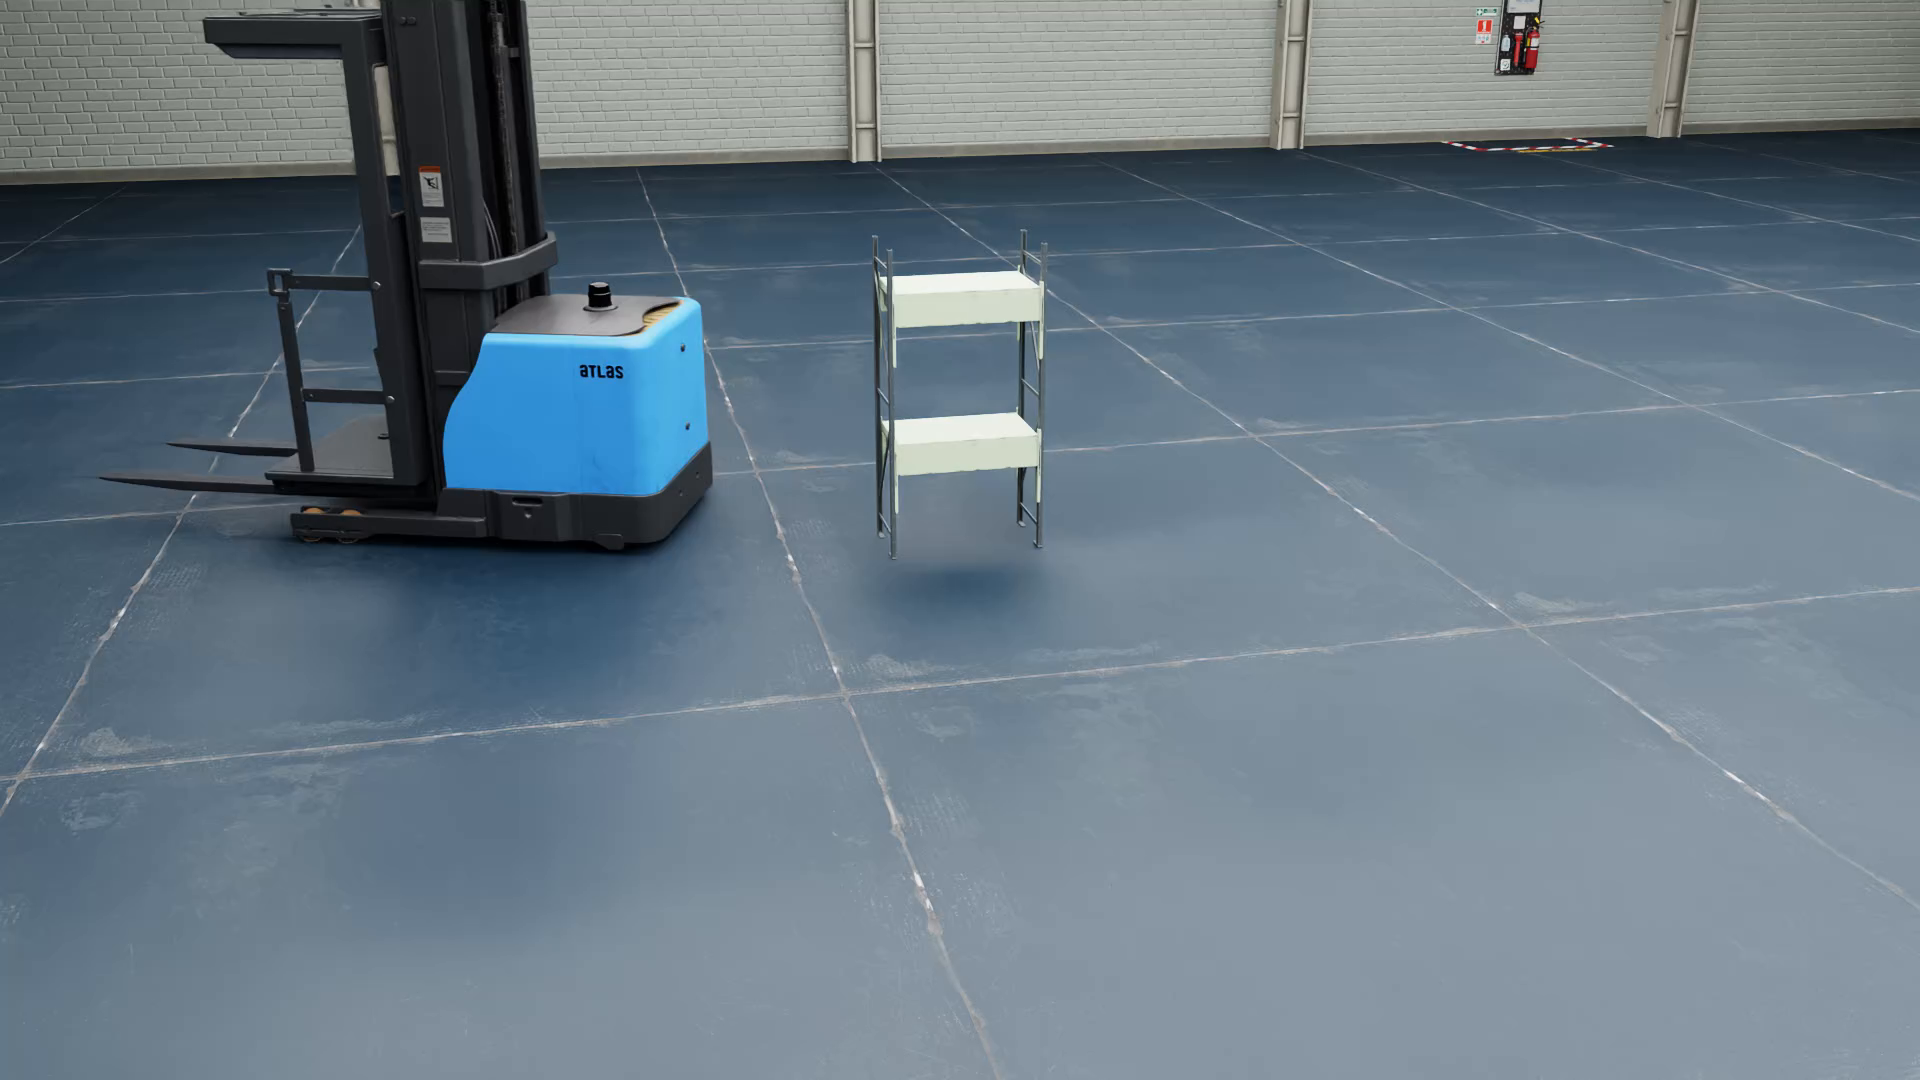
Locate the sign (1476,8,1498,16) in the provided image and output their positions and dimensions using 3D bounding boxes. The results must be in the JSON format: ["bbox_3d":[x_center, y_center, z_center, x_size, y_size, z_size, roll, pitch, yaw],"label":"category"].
[{"bbox_3d":[7.448,-7.466,23.512,0.331,0.109,0.001,-5,21,-12],"label":"sign"}]

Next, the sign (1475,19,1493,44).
[{"bbox_3d":[7.441,-7.220,23.611,0.234,0.329,0.001,-5,21,-12],"label":"sign"}]

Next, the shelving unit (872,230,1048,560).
[{"bbox_3d":[-0.006,-0.704,8.055,0.755,1.500,0.431,-5,21,-12],"label":"shelving unit"}]

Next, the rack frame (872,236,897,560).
[{"bbox_3d":[-0.363,-0.675,7.976,0.023,1.500,0.400,-5,21,-12],"label":"rack frame"}]

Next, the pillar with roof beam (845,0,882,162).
[{"bbox_3d":[-0.271,-7.821,16.583,0.400,9.000,9.100,-5,21,-12],"label":"pillar with roof beam"}]

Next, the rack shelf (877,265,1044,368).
[{"bbox_3d":[-0.006,-1.070,7.921,0.720,0.370,0.431,-5,21,-12],"label":"rack shelf"}]

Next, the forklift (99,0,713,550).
[{"bbox_3d":[-2.886,-1.534,8.242,3.031,2.935,1.130,3,20,7],"label":"forklift"}]

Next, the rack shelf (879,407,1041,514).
[{"bbox_3d":[-0.006,-0.398,8.167,0.720,0.370,0.431,-5,21,-12],"label":"rack shelf"}]

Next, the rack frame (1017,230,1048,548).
[{"bbox_3d":[0.350,-0.733,8.134,0.023,1.500,0.400,-5,21,-12],"label":"rack frame"}]

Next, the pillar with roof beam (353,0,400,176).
[{"bbox_3d":[-6.110,-7.346,15.286,0.400,9.000,9.100,-5,21,-12],"label":"pillar with roof beam"}]

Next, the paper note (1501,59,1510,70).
[{"bbox_3d":[7.815,-6.808,23.818,0.142,0.148,0.016,-5,21,-12],"label":"paper note"}]

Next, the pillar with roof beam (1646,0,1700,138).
[{"bbox_3d":[11.407,-8.771,19.175,0.400,9.000,9.100,-5,21,-12],"label":"pillar with roof beam"}]

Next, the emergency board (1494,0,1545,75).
[{"bbox_3d":[8.003,-7.212,23.642,0.643,1.169,0.194,-5,21,-12],"label":"emergency board"}]

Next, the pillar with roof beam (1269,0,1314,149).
[{"bbox_3d":[5.568,-8.296,17.879,0.400,9.000,9.100,-5,21,-12],"label":"pillar with roof beam"}]
